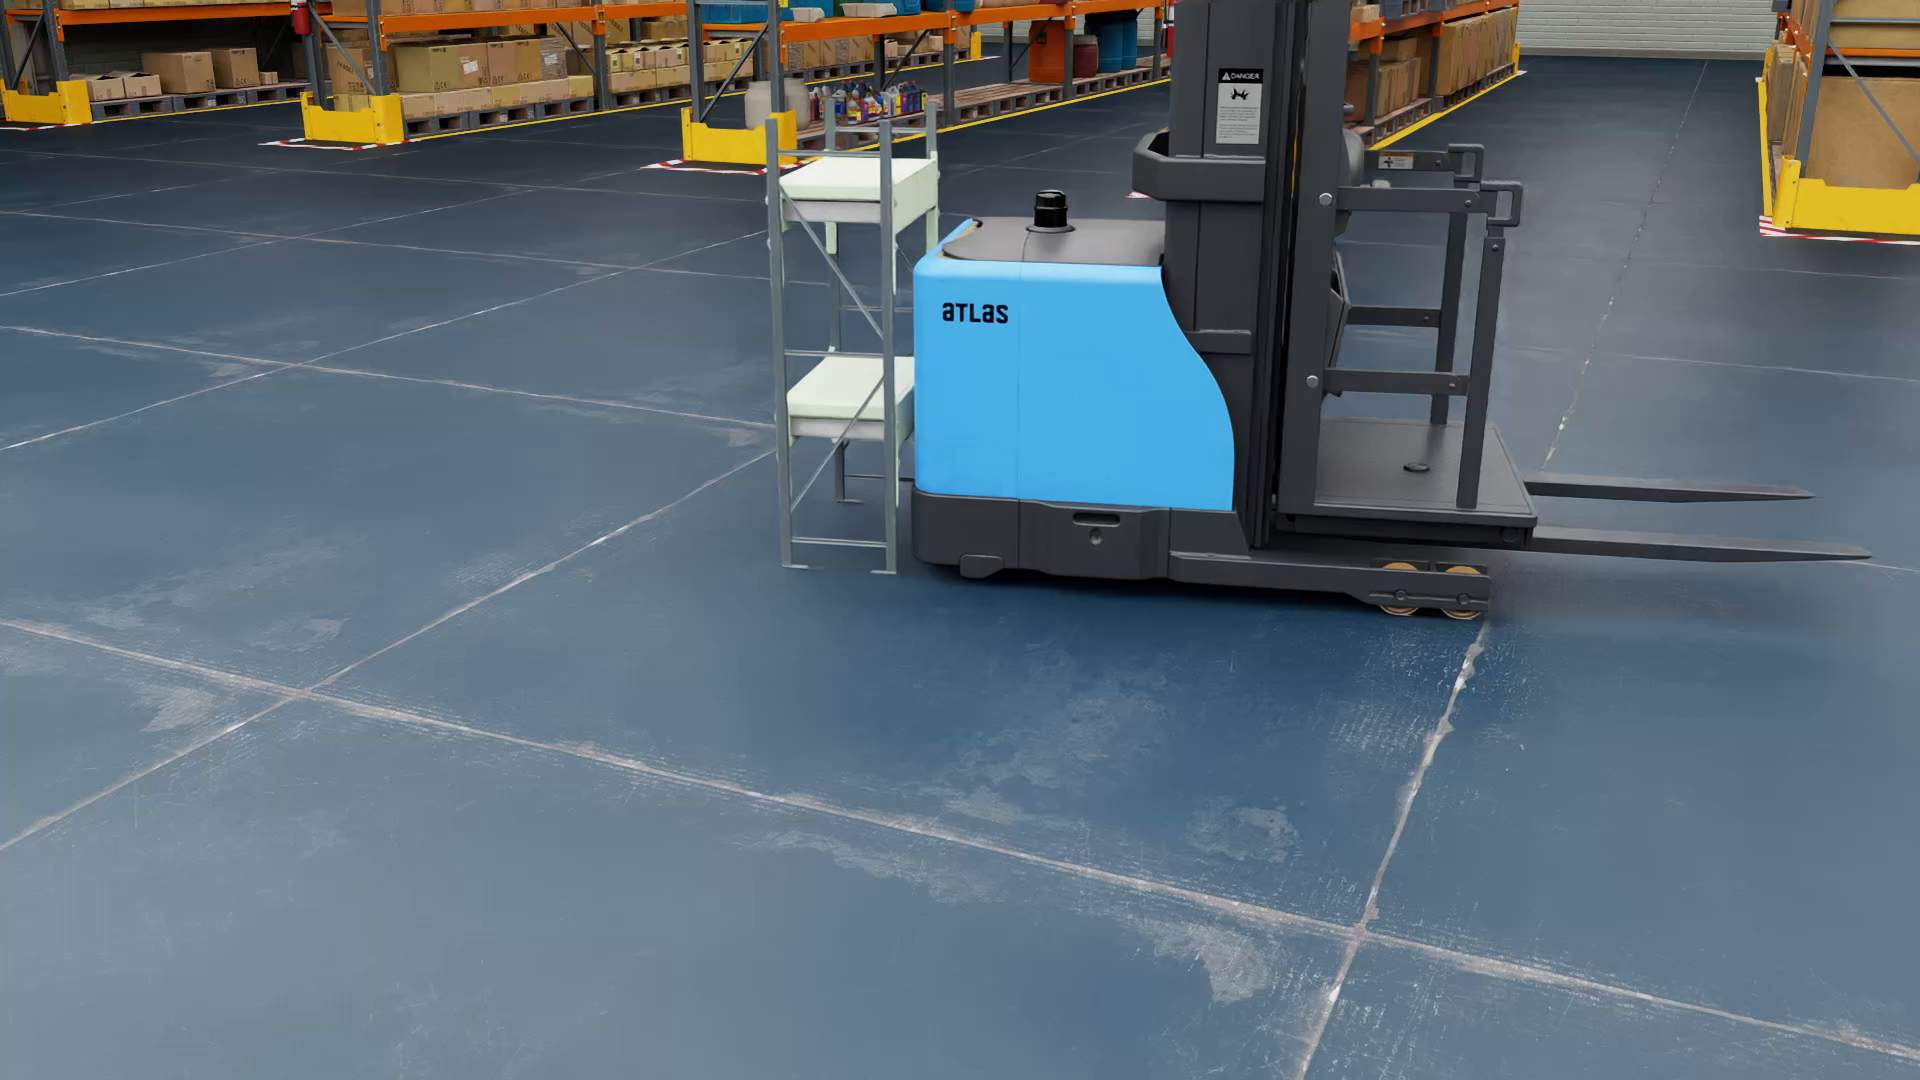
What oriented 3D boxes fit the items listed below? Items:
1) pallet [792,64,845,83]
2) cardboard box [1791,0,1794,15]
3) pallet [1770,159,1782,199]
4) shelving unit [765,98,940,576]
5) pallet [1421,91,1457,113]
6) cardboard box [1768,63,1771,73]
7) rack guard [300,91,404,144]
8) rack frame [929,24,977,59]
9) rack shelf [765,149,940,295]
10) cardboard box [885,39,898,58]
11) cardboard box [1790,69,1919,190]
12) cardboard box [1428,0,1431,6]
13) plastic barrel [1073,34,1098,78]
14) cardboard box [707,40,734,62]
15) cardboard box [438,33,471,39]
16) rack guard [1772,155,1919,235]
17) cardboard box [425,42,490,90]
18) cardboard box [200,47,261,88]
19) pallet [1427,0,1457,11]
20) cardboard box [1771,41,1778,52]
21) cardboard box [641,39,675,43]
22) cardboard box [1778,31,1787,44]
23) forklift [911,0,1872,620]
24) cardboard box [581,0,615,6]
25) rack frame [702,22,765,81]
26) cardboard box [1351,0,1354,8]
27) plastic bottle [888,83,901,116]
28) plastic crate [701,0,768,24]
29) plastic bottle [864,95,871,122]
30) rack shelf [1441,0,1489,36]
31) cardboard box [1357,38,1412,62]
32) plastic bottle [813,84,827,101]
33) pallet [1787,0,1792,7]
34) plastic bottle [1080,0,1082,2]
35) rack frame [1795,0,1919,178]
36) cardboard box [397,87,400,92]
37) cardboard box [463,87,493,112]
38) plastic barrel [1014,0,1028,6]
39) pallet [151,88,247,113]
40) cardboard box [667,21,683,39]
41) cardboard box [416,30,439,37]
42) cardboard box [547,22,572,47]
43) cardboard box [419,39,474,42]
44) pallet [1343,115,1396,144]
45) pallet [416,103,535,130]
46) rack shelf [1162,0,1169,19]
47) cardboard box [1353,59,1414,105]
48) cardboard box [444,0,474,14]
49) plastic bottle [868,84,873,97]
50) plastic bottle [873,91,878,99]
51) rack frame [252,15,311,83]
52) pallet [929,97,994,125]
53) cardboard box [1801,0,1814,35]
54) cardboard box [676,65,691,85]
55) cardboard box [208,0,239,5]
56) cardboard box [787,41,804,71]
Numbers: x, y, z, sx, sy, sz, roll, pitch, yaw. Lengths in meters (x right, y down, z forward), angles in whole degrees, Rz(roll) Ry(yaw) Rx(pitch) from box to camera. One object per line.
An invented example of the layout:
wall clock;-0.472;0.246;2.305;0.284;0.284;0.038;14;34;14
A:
pallet;-2.586;-7.584;26.978;1.003;0.211;1.213;9;21;23
cardboard box;9.457;-6.022;18.277;0.500;0.500;0.500;8;21;22
pallet;7.574;-3.098;14.366;1.003;0.211;1.213;9;21;23
shelving unit;-0.346;-0.722;5.761;0.431;1.500;0.755;3;20;10
pallet;6.001;-5.859;22.130;1.003;0.211;1.213;9;21;23
cardboard box;12.530;-7.184;25.320;0.380;0.149;0.250;9;21;23
rack guard;-6.713;-4.672;18.361;1.175;0.500;0.348;9;21;23
rack frame;-0.151;-10.748;31.716;1.000;3.000;0.127;9;21;23
rack shelf;-0.346;-1.090;5.630;0.431;0.370;0.720;3;20;10
cardboard box;-1.420;-8.565;28.931;0.500;0.311;0.500;9;21;23
cardboard box;7.034;-3.199;13.031;0.875;0.875;0.875;9;21;23
cardboard box;6.056;-7.101;21.310;0.500;0.500;0.500;9;22;24
plastic barrel;1.738;-7.181;24.656;0.600;0.588;0.708;9;21;23
cardboard box;-3.624;-7.116;24.141;0.500;0.311;0.500;8;21;22
cardboard box;-8.195;-7.784;26.453;0.700;0.500;0.500;9;21;23
rack guard;6.807;-2.600;12.535;1.175;0.500;0.348;9;21;23
cardboard box;-5.884;-5.554;19.468;0.500;0.500;0.500;9;21;23
cardboard box;-9.974;-6.465;22.746;0.500;0.500;0.500;7;21;19
pallet;5.414;-6.620;20.392;1.213;0.211;1.003;9;21;23
cardboard box;12.621;-7.538;25.428;0.380;0.149;0.250;8;21;23
cardboard box;-4.328;-7.032;23.906;0.500;0.311;0.500;8;21;21
cardboard box;11.187;-6.638;22.141;0.500;0.250;0.500;8;21;20
forklift;1.404;-1.321;5.310;3.031;2.935;1.130;3;20;10
cardboard box;-4.903;-7.166;21.866;0.500;0.250;0.500;10;22;26
rack frame;-3.427;-8.303;24.839;1.000;3.000;0.127;9;21;23
cardboard box;3.381;-5.463;16.261;0.875;0.500;0.500;9;21;23
plastic bottle;-0.759;-4.965;18.749;0.144;0.351;0.185;8;21;22
plastic crate;-2.254;-5.301;16.619;0.499;0.251;0.616;9;21;23
plastic bottle;-1.018;-4.715;18.164;0.097;0.271;0.097;0;20;0
rack shelf;6.428;-7.215;22.853;1.077;0.370;4.000;9;21;23
cardboard box;5.154;-5.953;20.186;0.500;0.250;0.500;11;22;29
plastic bottle;-1.584;-4.924;18.635;0.144;0.351;0.185;10;22;25
pallet;10.866;-6.751;20.763;1.003;0.211;1.213;9;21;23
plastic bottle;1.675;-7.678;23.378;0.097;0.201;0.097;0;20;0
rack frame;6.817;-3.786;12.137;1.000;3.000;0.127;9;21;23
cardboard box;-6.559;-5.119;19.362;0.500;0.250;0.500;9;21;23
cardboard box;-5.874;-5.199;19.589;0.500;0.250;0.500;9;21;23
plastic barrel;0.692;-7.202;21.577;0.421;0.512;0.421;0;20;0
pallet;-10.327;-5.860;22.133;1.003;0.211;1.213;9;21;23
cardboard box;-5.701;-9.592;31.568;0.700;0.500;0.500;8;21;22
cardboard box;-8.486;-7.971;25.862;0.500;0.250;0.500;9;21;24
cardboard box;-7.162;-8.640;28.369;0.750;0.750;0.750;8;21;22
cardboard box;-6.153;-5.778;20.097;0.500;0.500;0.500;9;21;23
pallet;4.289;-4.644;18.712;1.003;0.211;1.213;9;21;23
pallet;-5.927;-5.155;20.148;1.003;0.211;1.213;9;21;23
rack shelf;3.547;-9.117;28.203;1.077;0.370;4.000;9;21;23
cardboard box;5.138;-5.593;20.293;0.700;0.500;0.500;7;21;18
cardboard box;-6.081;-6.358;19.220;0.700;0.500;0.500;9;21;23
plastic bottle;-1.078;-5.284;19.765;0.097;0.271;0.097;0;20;0
plastic bottle;-0.927;-4.898;18.663;0.061;0.283;0.133;9;21;23
rack frame;-9.586;-7.759;23.309;1.000;3.000;0.127;9;21;23
pallet;-0.261;-5.331;20.644;1.003;0.211;1.213;9;21;23
cardboard box;7.782;-4.644;14.328;0.875;0.550;0.550;9;21;23
cardboard box;-4.044;-6.542;23.364;0.500;0.250;0.500;9;21;24
cardboard box;-9.907;-7.204;21.943;0.500;0.250;0.500;8;21;22
cardboard box;-2.771;-7.593;25.917;0.500;0.500;0.500;8;21;21
